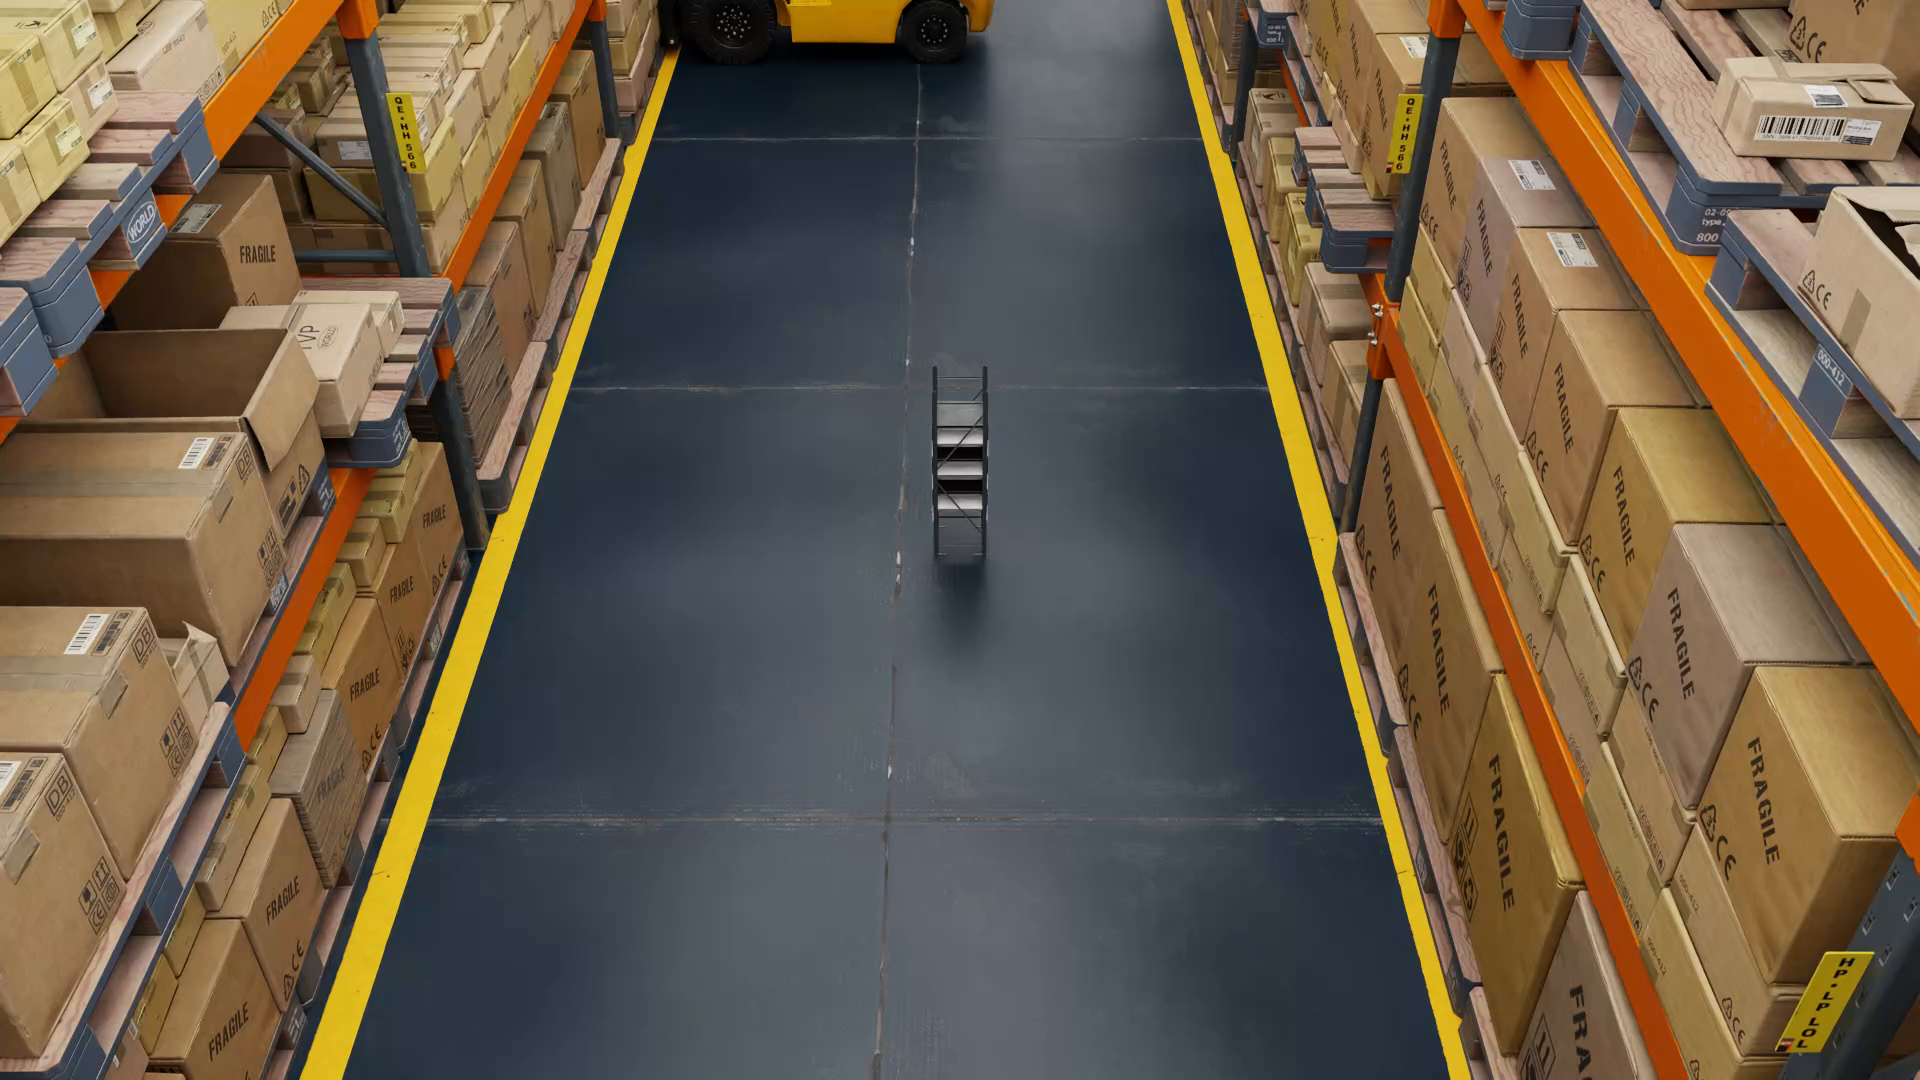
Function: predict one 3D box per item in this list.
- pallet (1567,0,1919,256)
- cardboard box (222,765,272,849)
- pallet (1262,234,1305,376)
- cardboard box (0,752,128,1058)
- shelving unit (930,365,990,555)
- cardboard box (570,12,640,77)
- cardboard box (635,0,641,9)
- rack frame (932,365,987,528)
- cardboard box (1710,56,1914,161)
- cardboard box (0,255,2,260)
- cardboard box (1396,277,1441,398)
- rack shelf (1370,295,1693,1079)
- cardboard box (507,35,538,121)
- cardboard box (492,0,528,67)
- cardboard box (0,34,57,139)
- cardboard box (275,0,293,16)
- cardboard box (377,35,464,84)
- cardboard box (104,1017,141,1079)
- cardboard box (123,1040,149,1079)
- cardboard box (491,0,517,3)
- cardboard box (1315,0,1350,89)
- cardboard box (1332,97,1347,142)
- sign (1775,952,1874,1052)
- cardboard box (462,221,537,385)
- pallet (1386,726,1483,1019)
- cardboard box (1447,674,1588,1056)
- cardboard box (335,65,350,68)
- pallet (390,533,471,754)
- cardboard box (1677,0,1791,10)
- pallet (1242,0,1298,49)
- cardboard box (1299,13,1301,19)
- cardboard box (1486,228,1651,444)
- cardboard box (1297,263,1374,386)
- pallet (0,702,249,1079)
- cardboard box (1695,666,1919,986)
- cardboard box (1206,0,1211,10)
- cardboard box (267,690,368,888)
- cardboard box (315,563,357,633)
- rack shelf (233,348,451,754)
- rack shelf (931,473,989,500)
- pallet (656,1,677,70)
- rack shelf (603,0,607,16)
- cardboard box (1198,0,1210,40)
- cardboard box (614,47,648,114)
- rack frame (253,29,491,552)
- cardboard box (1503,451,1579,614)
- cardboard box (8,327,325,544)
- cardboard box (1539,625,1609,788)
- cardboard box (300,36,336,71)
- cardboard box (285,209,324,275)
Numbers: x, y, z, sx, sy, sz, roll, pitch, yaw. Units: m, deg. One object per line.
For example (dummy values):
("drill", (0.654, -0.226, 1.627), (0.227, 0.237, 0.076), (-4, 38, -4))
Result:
("pallet", (2.327, -1.153, 4.543), (1.003, 0.211, 1.213), (2, 39, 2))
("cardboard box", (-2.488, 0.866, 5.415), (0.380, 0.149, 0.250), (1, 39, 2))
("pallet", (2.271, -1.320, 9.228), (1.003, 0.211, 1.213), (0, 39, 0))
("cardboard box", (-2.467, 0.843, 3.883), (0.700, 0.500, 0.500), (1, 39, 1))
("shelving unit", (0.000, -0.346, 7.462), (0.258, 0.900, 0.210), (0, 39, 0))
("cardboard box", (-2.391, -3.243, 10.861), (0.500, 0.250, 0.500), (0, 39, 0))
("cardboard box", (-2.376, -3.758, 11.104), (0.500, 0.250, 0.500), (0, 39, 0))
("rack frame", (0.000, -0.410, 7.542), (0.240, 0.900, 0.006), (0, 39, 0))
("cardboard box", (2.122, -1.083, 4.155), (0.380, 0.166, 0.250), (3, 39, 4))
("cardboard box", (-2.271, -0.592, 3.477), (0.380, 0.149, 0.250), (0, 39, 1))
("cardboard box", (2.018, -0.794, 6.462), (0.500, 0.250, 0.500), (-1, 39, -1))
("rack shelf", (2.272, 0.373, 5.461), (1.077, 0.370, 4.000), (0, 39, 0))
("cardboard box", (-2.453, -2.333, 8.382), (0.500, 0.250, 0.500), (1, 39, 1))
("cardboard box", (-2.458, -2.527, 8.224), (0.500, 0.250, 0.500), (0, 39, 1))
("cardboard box", (-2.322, -1.035, 3.792), (0.380, 0.149, 0.250), (0, 39, 0))
("cardboard box", (-2.451, -1.944, 5.498), (0.500, 0.250, 0.500), (-1, 39, -2))
("cardboard box", (-2.441, -2.135, 7.417), (0.380, 0.149, 0.250), (0, 39, 0))
("cardboard box", (-2.472, 1.404, 4.506), (0.380, 0.149, 0.250), (-2, 39, -2))
("cardboard box", (-2.502, 1.510, 4.612), (0.380, 0.149, 0.250), (-1, 39, -1))
("cardboard box", (-2.368, -2.768, 8.207), (0.380, 0.149, 0.250), (-1, 39, -1))
("cardboard box", (1.977, -2.400, 7.693), (0.500, 0.500, 0.500), (-3, 39, -3))
("cardboard box", (1.924, -1.912, 7.602), (0.380, 0.149, 0.250), (-2, 39, -2))
("sign", (1.731, 0.928, 3.330), (0.100, 0.325, 0.005), (0, 39, 0))
("cardboard box", (-2.690, -1.188, 8.397), (0.875, 0.625, 0.625), (1, 39, 1))
("pallet", (2.193, 1.184, 6.104), (1.003, 0.211, 1.213), (0, 39, 0))
("cardboard box", (2.184, 1.056, 5.397), (0.875, 0.875, 0.875), (1, 39, 1))
("cardboard box", (-2.973, -2.203, 7.820), (0.500, 0.250, 0.500), (0, 39, 0))
("pallet", (-2.731, 0.403, 7.079), (1.003, 0.211, 1.213), (0, 39, 0))
("cardboard box", (2.460, -1.913, 4.924), (0.700, 0.500, 0.500), (-2, 39, -2))
("pallet", (2.120, -3.107, 9.382), (1.003, 0.211, 1.213), (0, 39, 0))
("cardboard box", (1.975, -2.731, 8.624), (0.380, 0.149, 0.250), (0, 39, 0))
("cardboard box", (2.021, -0.645, 5.277), (0.500, 0.500, 0.500), (1, 39, 1))
("cardboard box", (2.270, -1.112, 8.504), (0.950, 0.372, 0.625), (-1, 39, -1))
("pallet", (-2.581, 0.924, 4.352), (1.003, 0.211, 1.213), (0, 39, 0))
("cardboard box", (2.022, 0.635, 3.680), (0.500, 0.500, 0.500), (1, 39, 1))
("cardboard box", (1.992, -4.050, 11.669), (0.500, 0.500, 0.500), (2, 39, 2))
("cardboard box", (-2.466, 0.888, 5.906), (0.500, 0.500, 0.500), (-1, 39, -2))
("cardboard box", (-2.498, 0.215, 6.227), (0.380, 0.149, 0.250), (1, 39, 1))
("rack shelf", (-2.692, 0.379, 5.454), (1.077, 0.370, 4.000), (0, 39, 0))
("rack shelf", (0.000, -0.250, 7.539), (0.258, 0.077, 0.200), (0, 39, 0))
("pallet", (-2.662, -3.828, 12.358), (1.003, 0.211, 1.213), (0, 39, 0))
("rack shelf", (-2.701, -4.624, 11.697), (1.077, 0.370, 4.000), (0, 39, 0))
("cardboard box", (1.989, -3.771, 11.920), (0.500, 0.250, 0.500), (1, 39, 1))
("cardboard box", (-2.368, -3.048, 11.017), (0.500, 0.250, 0.500), (0, 39, 0))
("rack frame", (-2.694, -1.153, 6.790), (1.000, 3.000, 0.127), (0, 39, 0))
("cardboard box", (1.998, -0.026, 5.104), (0.500, 0.250, 0.500), (1, 39, 1))
("cardboard box", (-2.508, -0.336, 5.352), (0.797, 0.503, 0.637), (-1, 39, -1))
("cardboard box", (2.040, 0.487, 4.863), (0.500, 0.250, 0.500), (-1, 39, -1))
("cardboard box", (-3.018, -2.127, 7.407), (0.380, 0.149, 0.250), (-1, 39, -1))
("cardboard box", (-2.951, -1.375, 7.187), (0.500, 0.250, 0.500), (-1, 39, -1))
